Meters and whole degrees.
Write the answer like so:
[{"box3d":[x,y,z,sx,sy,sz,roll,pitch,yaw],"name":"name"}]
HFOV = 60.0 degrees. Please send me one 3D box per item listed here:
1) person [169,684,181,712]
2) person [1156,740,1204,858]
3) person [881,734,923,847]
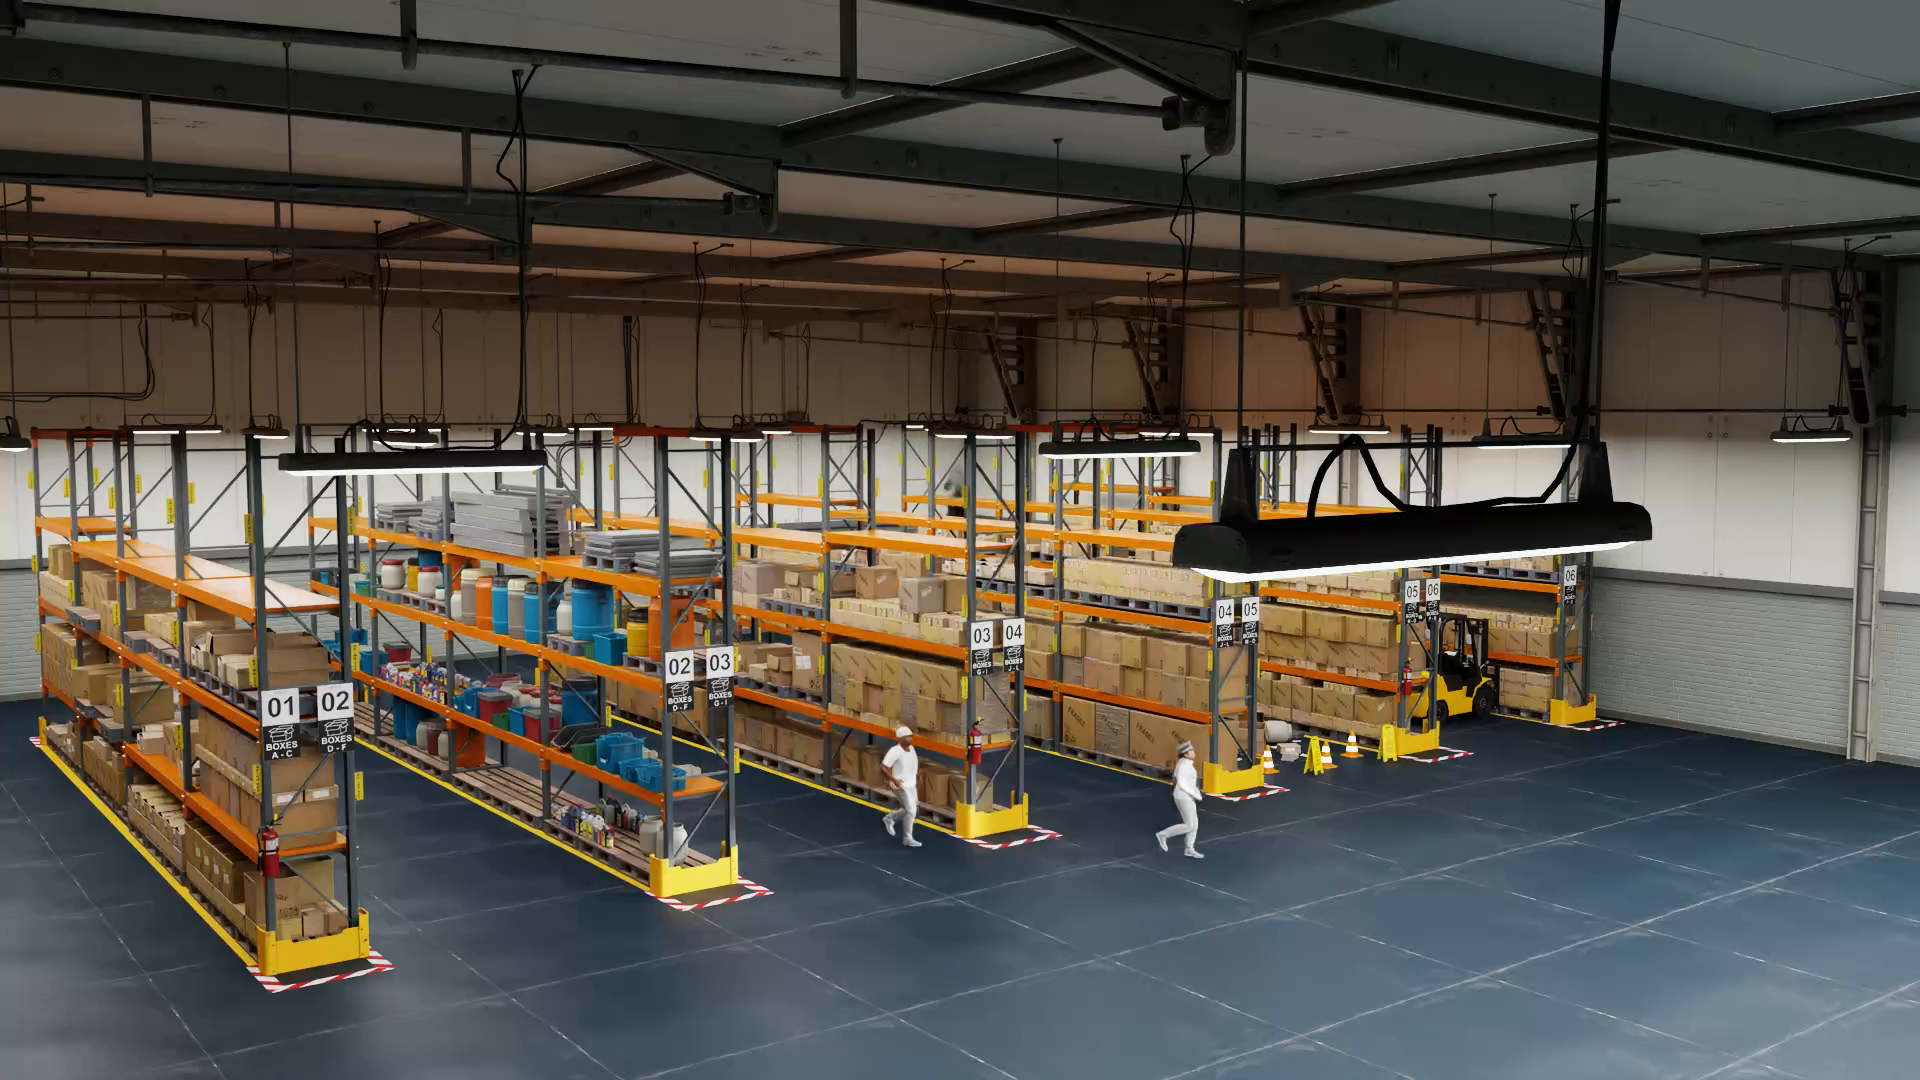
[{"box3d":[-15.374,2.922,32.576,0.693,1.720,0.740,2,5,24],"name":"person"},{"box3d":[3.119,3.666,23.544,0.683,1.678,0.622,0,4,5],"name":"person"},{"box3d":[-0.868,3.581,24.164,0.713,1.698,0.724,3,5,32],"name":"person"}]
